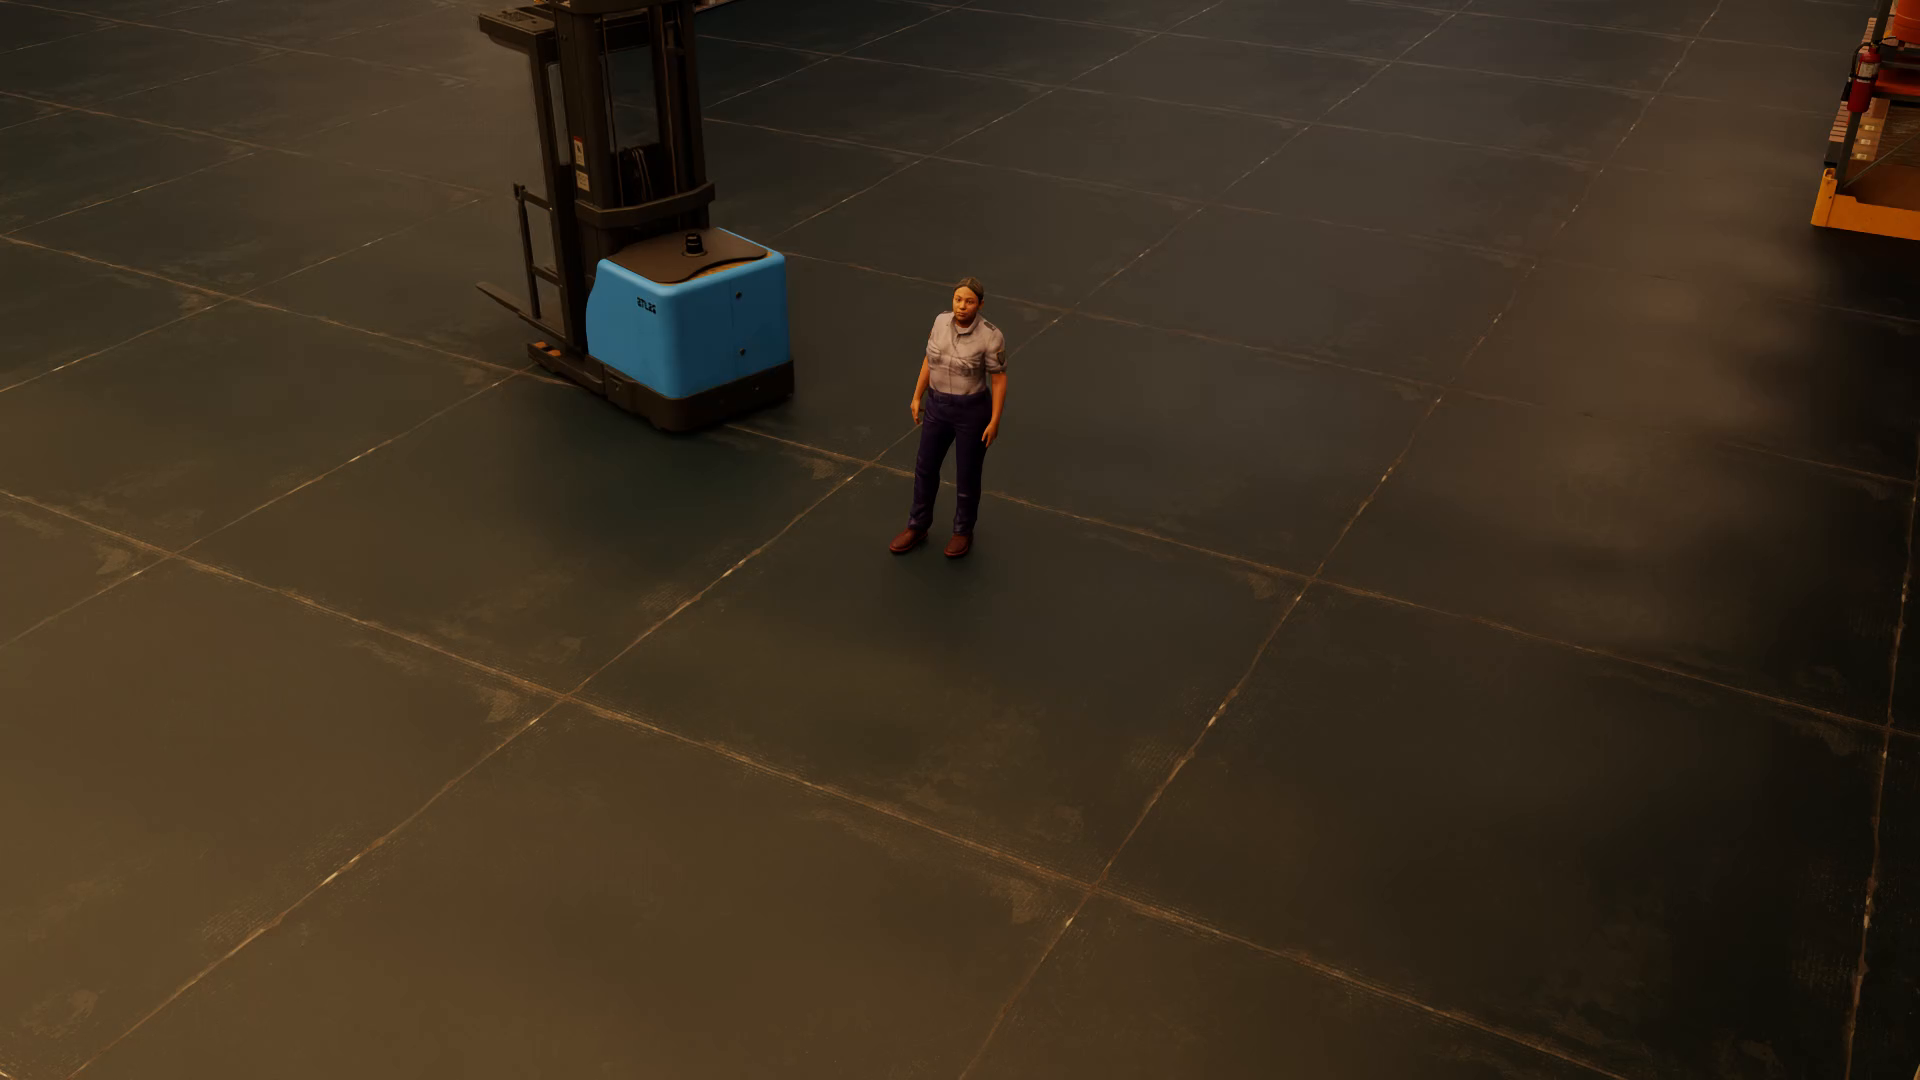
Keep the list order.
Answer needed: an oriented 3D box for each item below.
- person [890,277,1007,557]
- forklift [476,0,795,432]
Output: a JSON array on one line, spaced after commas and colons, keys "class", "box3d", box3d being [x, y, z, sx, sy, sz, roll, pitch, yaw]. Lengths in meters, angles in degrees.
[{"class": "person", "box3d": [-0.063, -0.687, 9.529, 0.598, 1.651, 0.503, 15, 33, 25]}, {"class": "forklift", "box3d": [-2.529, -2.641, 11.647, 1.130, 2.935, 3.031, -25, 38, -36]}]
